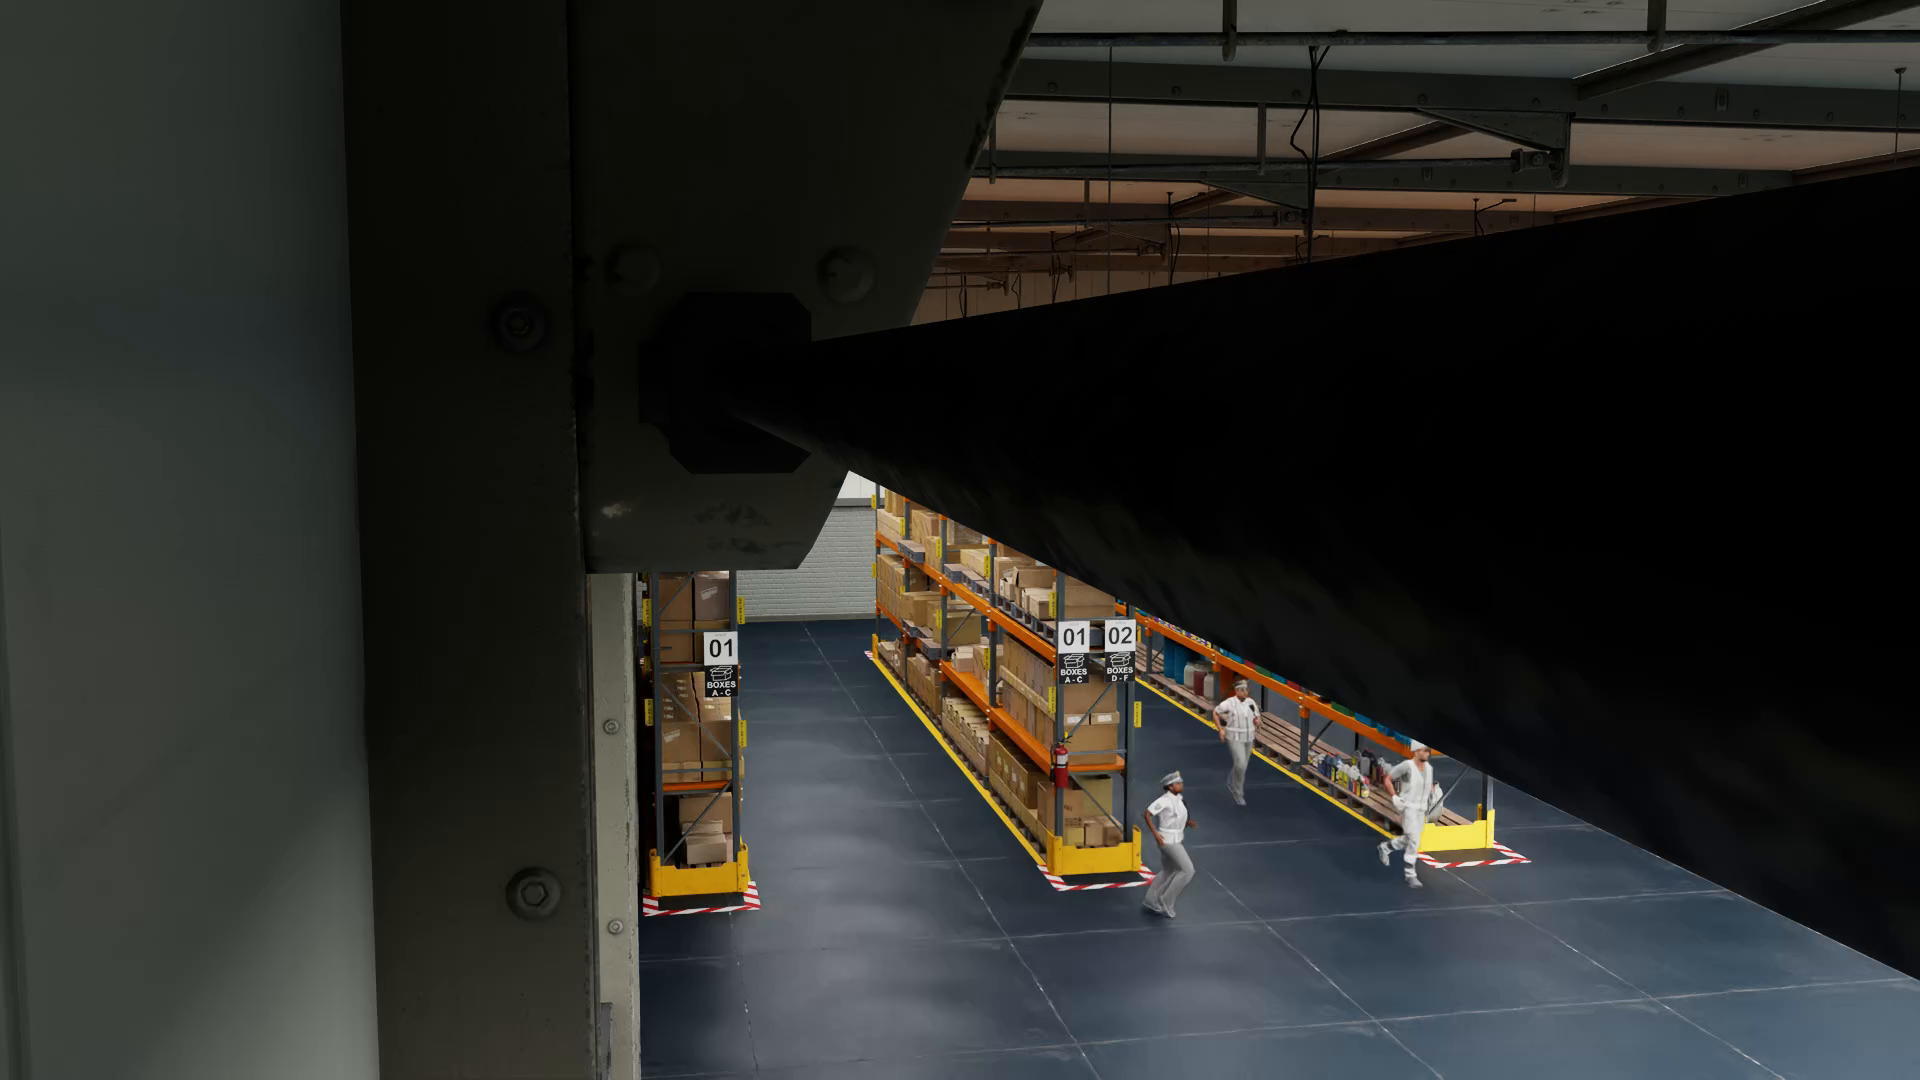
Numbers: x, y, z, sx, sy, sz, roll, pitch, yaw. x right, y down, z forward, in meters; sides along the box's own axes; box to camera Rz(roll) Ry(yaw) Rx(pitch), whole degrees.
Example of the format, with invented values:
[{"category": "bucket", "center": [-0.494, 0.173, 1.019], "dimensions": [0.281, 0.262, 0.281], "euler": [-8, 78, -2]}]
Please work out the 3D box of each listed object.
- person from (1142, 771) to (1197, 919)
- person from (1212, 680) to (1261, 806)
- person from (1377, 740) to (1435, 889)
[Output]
[{"category": "person", "center": [2.446, 3.518, 19.341], "dimensions": [0.644, 1.680, 0.559], "euler": [2, 6, 21]}, {"category": "person", "center": [4.107, 2.957, 24.397], "dimensions": [0.634, 1.854, 0.789], "euler": [-3, 7, -27]}, {"category": "person", "center": [5.617, 3.344, 20.713], "dimensions": [0.701, 1.756, 0.885], "euler": [-3, 7, -30]}]
